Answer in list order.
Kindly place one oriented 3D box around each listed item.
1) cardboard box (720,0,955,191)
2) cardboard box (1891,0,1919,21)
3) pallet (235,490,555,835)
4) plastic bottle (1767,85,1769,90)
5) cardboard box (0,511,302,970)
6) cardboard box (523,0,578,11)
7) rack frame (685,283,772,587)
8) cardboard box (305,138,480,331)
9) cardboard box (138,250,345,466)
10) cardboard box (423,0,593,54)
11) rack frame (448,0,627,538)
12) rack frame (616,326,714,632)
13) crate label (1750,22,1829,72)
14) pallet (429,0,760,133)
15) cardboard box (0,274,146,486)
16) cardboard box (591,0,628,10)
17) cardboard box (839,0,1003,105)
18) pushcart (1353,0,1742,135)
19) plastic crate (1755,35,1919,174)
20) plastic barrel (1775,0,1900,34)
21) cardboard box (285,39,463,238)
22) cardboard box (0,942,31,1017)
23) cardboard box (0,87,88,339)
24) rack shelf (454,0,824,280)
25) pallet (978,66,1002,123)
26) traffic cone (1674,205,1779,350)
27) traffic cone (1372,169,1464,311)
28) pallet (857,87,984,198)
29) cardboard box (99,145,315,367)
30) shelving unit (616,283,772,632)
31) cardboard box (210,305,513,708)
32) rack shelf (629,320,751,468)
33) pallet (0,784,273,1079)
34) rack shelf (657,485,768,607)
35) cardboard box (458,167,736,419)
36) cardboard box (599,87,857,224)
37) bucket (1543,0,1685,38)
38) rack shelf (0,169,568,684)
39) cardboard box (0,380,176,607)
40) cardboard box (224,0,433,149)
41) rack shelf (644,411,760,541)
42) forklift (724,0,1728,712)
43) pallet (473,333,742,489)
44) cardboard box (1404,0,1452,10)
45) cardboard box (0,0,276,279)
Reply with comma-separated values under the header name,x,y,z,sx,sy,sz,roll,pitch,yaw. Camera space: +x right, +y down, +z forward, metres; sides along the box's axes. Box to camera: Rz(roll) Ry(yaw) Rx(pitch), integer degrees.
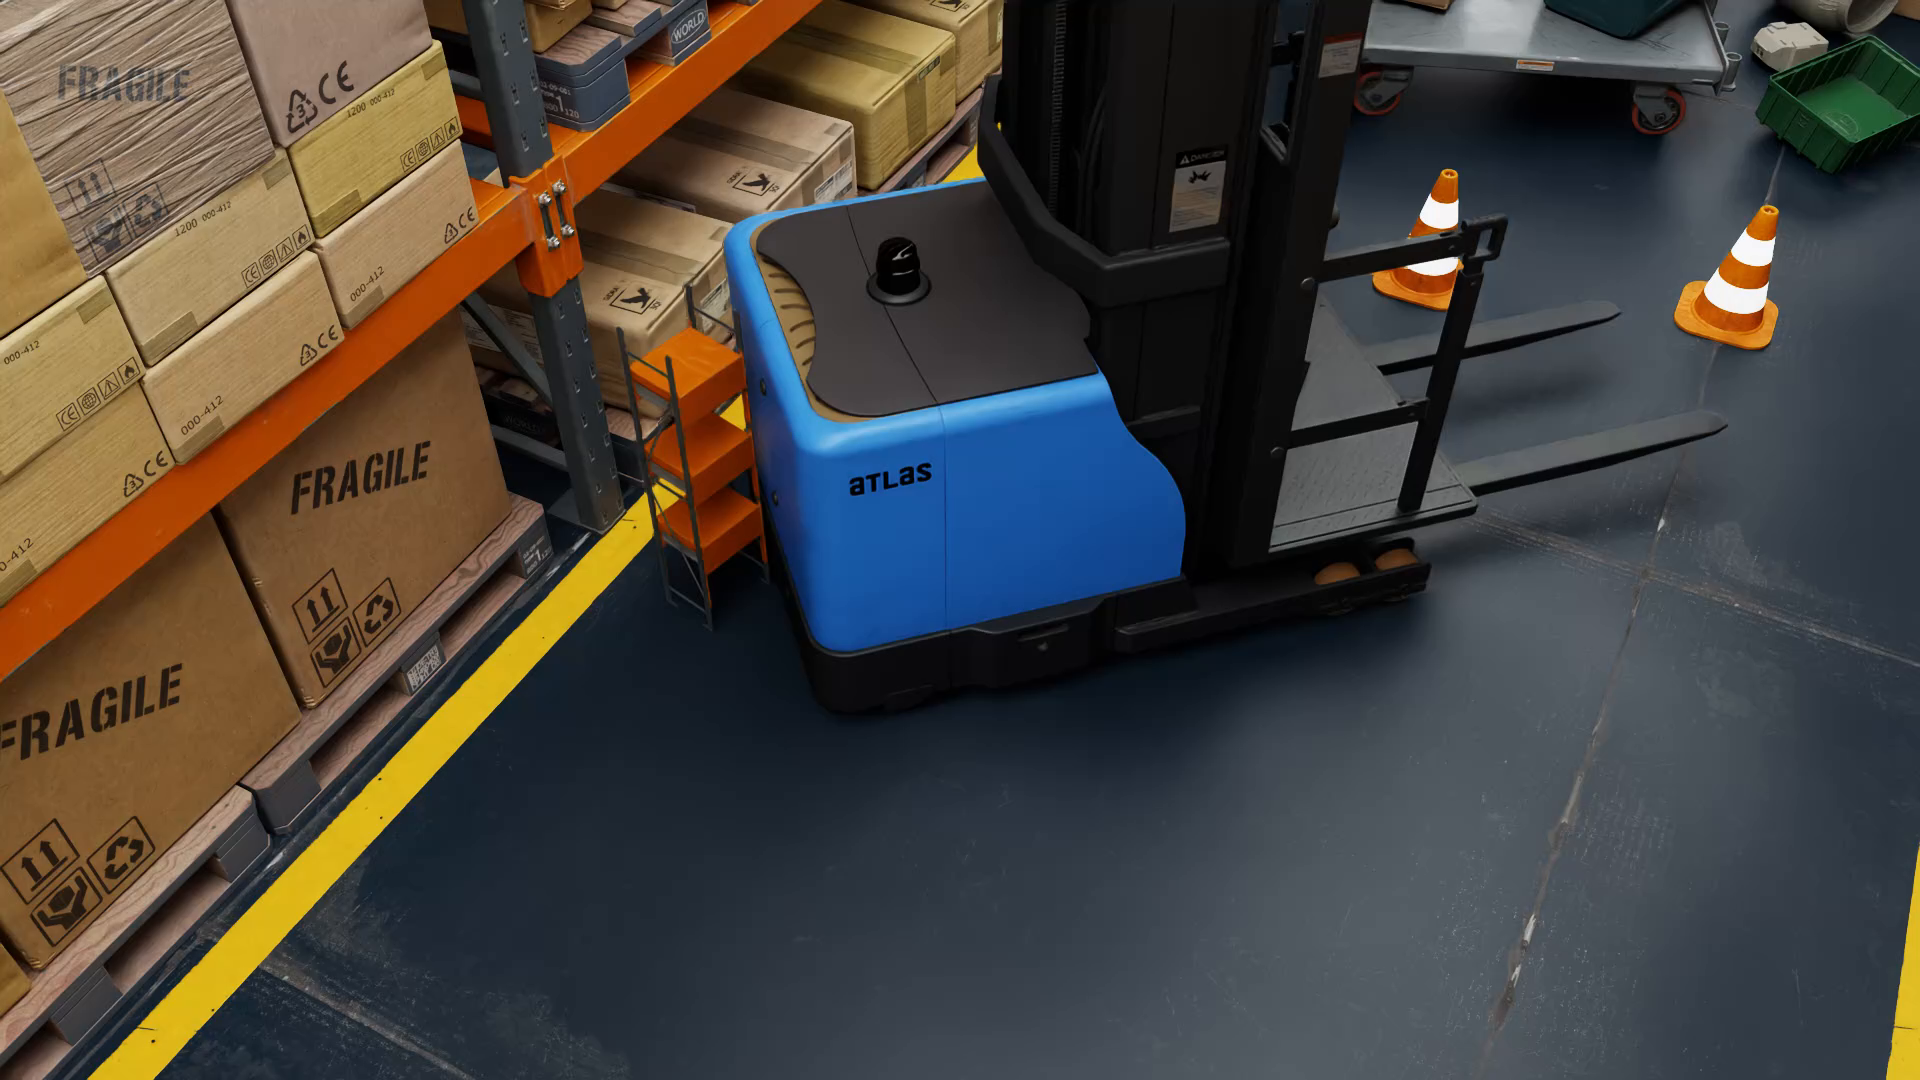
name,x,y,z,sx,sy,sz,roll,pitch,yaw
cardboard box,-0.577,-1.786,6.459,0.950,0.372,0.625,22,49,20
cardboard box,4.559,-2.654,7.520,0.500,0.500,0.500,29,52,25
pallet,-1.973,0.186,4.918,1.003,0.211,1.213,20,49,19
plastic bottle,3.539,-1.855,7.040,0.133,0.061,0.283,-2,45,-2
cardboard box,-2.353,0.301,4.042,0.875,0.875,0.875,21,49,20
cardboard box,-1.127,-1.761,4.306,0.500,0.500,0.500,19,48,18
rack frame,-0.658,-0.273,4.782,0.200,1.050,0.008,31,53,27
cardboard box,-1.546,-0.809,4.046,0.500,0.250,0.500,19,48,18
cardboard box,-1.769,-0.482,3.723,0.500,0.250,0.500,21,49,20
cardboard box,-1.225,-1.469,4.474,0.380,0.149,0.250,18,48,17
rack frame,-1.541,-1.266,4.392,1.000,3.000,0.127,20,49,19
rack frame,-0.815,-0.140,4.650,0.200,1.050,0.008,31,53,27
crate label,3.639,-2.159,7.288,0.298,0.136,0.250,-9,46,-9
pallet,-1.304,-1.683,4.939,1.213,0.211,1.003,20,49,19
cardboard box,-1.995,-0.347,3.238,0.500,0.250,0.500,19,48,18
cardboard box,-1.064,-1.636,4.639,0.380,0.149,0.250,18,48,17
cardboard box,-0.256,-2.225,6.892,0.950,0.372,0.625,23,50,21
pushcart,2.359,-2.143,7.103,1.648,0.377,0.936,5,46,5
plastic crate,3.668,-1.789,6.846,0.662,0.188,0.450,-24,60,-22
plastic barrel,3.915,-2.531,7.454,0.421,0.421,0.512,-16,48,-15
cardboard box,-1.541,-1.000,3.884,0.500,0.250,0.500,20,49,19
cardboard box,-2.768,0.864,3.485,0.875,0.875,0.875,22,49,20
cardboard box,-2.016,-0.604,2.965,0.500,0.500,0.500,20,49,19
rack shelf,-0.612,-2.273,5.894,1.077,0.370,4.000,20,49,19
pallet,-0.044,-2.315,7.389,1.003,0.211,1.213,20,49,19
traffic cone,2.787,-0.977,5.891,0.336,0.463,0.334,20,49,19
traffic cone,1.732,-1.138,6.049,0.336,0.463,0.334,20,49,19
pallet,-0.609,-1.543,6.627,1.003,0.211,1.213,20,49,19
cardboard box,-1.775,-0.676,3.563,0.500,0.250,0.500,19,48,18
shelving unit,-0.736,-0.206,4.716,0.215,1.050,0.252,31,53,27
cardboard box,-1.935,-0.259,4.596,0.875,0.875,0.875,20,49,19
rack shelf,-0.736,-0.398,4.521,0.215,0.259,0.240,31,53,27
pallet,-2.541,0.951,4.161,1.003,0.211,1.213,20,49,19
rack shelf,-0.736,-0.004,4.921,0.215,0.259,0.240,31,53,27
cardboard box,-1.270,-0.843,5.526,0.950,0.372,0.625,17,48,16
cardboard box,-0.934,-1.310,5.988,0.950,0.372,0.625,20,49,18
bucket,2.768,-2.446,6.791,0.620,0.611,0.726,-39,56,-20
rack shelf,-2.469,0.247,3.403,1.077,0.370,4.000,20,49,19
cardboard box,-2.017,-0.170,3.415,0.500,0.250,0.500,20,49,19
cardboard box,-1.549,-1.241,3.594,0.500,0.500,0.500,19,48,18
rack shelf,-0.736,-0.199,4.723,0.215,0.259,0.240,31,53,27
forklift,0.906,-1.151,4.327,3.031,2.935,1.130,-12,47,-12
pallet,-1.177,-0.778,5.870,1.003,0.211,1.213,20,49,19
cardboard box,1.907,-2.605,6.940,0.500,0.500,0.500,20,49,19
cardboard box,-1.780,-0.915,3.272,0.500,0.500,0.500,21,49,20
